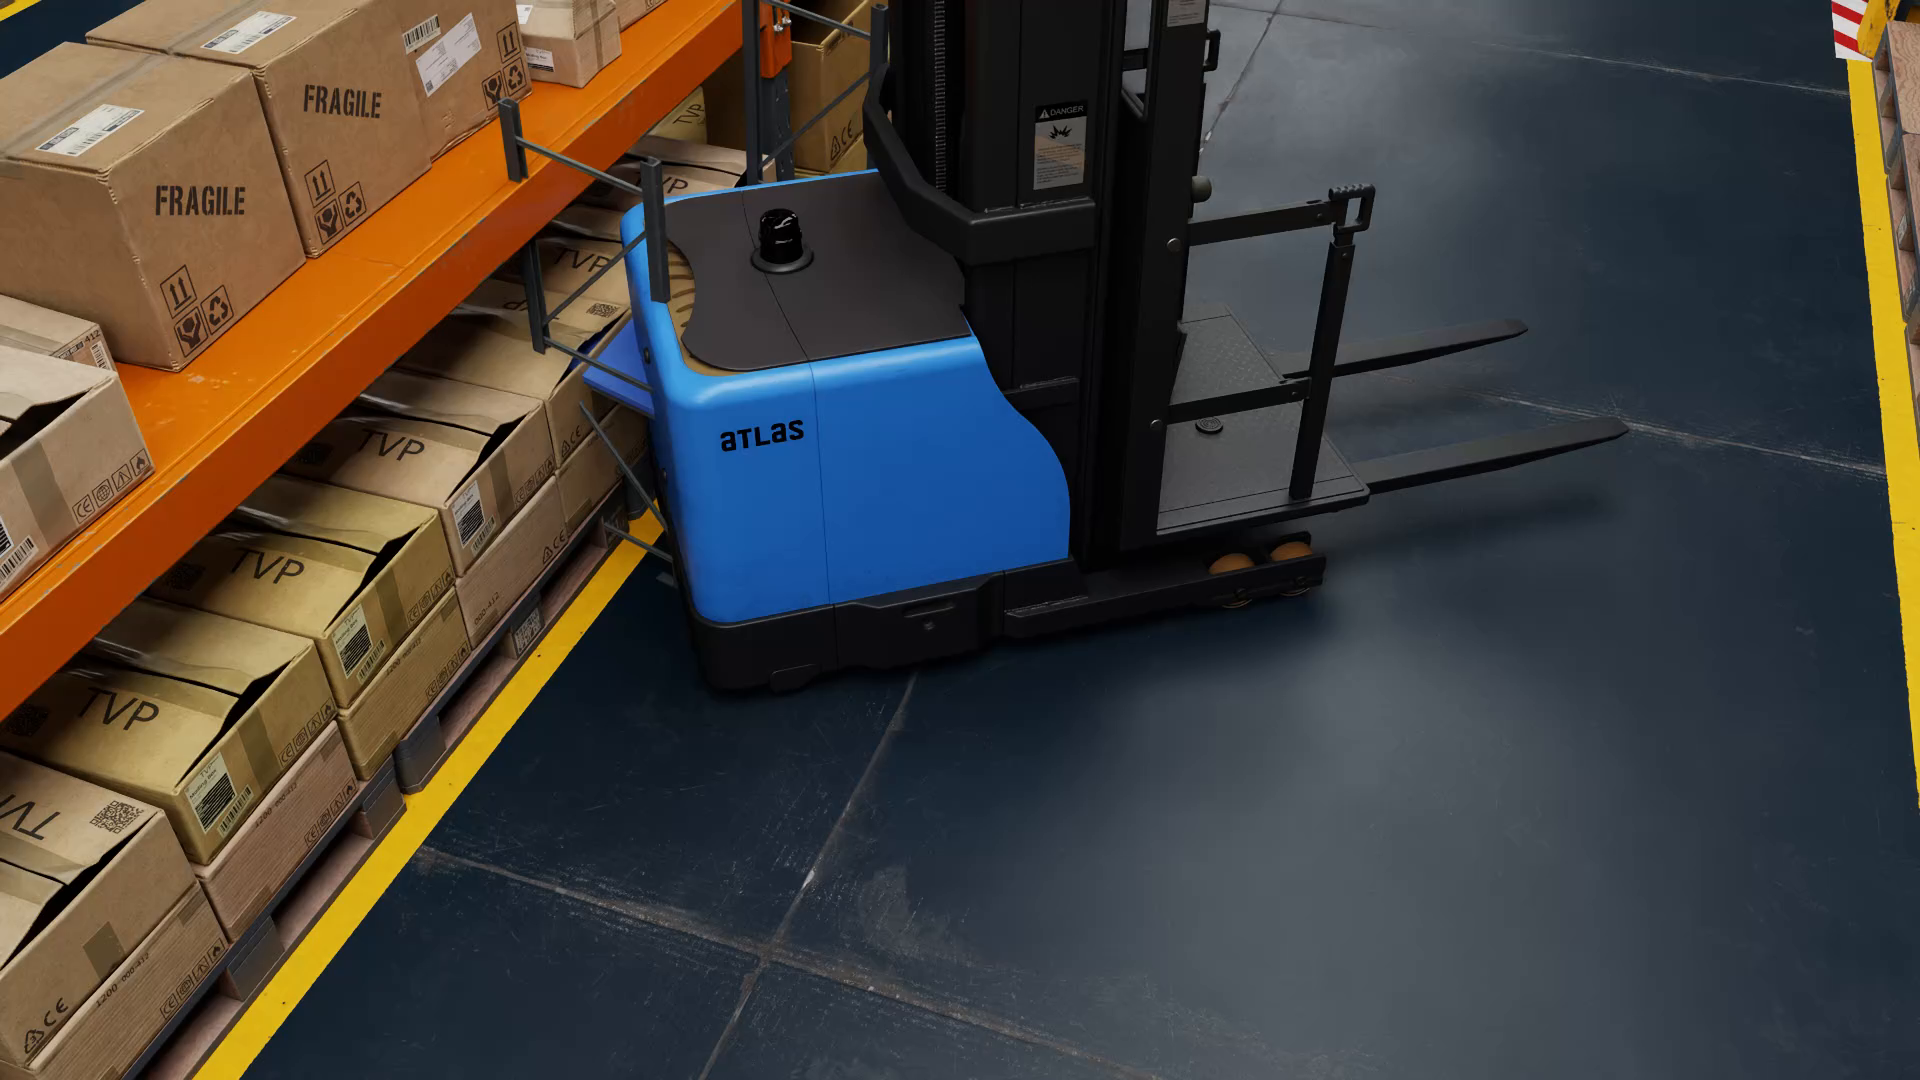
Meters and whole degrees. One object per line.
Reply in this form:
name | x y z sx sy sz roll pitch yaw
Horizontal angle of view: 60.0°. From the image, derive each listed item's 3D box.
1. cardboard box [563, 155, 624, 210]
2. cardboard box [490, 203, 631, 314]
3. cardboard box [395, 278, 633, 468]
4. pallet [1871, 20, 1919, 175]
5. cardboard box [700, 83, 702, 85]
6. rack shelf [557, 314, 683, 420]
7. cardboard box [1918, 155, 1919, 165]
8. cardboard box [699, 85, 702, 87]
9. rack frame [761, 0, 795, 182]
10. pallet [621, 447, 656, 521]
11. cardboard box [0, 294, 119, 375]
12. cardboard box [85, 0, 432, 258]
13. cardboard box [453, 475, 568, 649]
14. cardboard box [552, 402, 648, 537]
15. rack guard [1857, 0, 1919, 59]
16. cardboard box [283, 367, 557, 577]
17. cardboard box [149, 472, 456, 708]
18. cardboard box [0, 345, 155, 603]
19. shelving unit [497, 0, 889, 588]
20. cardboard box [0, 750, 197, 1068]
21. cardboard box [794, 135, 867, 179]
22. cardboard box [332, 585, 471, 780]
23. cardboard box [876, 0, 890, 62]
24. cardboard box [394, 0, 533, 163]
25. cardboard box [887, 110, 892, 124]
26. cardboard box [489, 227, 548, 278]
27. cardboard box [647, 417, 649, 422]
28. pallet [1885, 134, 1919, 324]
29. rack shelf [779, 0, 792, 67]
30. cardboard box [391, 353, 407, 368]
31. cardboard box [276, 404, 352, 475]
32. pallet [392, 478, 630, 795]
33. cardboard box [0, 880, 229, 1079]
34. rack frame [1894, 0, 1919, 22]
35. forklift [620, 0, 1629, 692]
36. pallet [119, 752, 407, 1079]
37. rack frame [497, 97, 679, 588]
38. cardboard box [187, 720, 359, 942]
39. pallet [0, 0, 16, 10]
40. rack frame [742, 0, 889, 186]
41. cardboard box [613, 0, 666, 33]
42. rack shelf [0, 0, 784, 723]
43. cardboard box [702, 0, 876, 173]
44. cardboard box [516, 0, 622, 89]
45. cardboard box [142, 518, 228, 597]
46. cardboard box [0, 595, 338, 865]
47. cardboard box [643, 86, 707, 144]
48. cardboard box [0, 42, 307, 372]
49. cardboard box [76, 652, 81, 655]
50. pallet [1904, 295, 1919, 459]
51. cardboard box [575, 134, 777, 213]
cardboard box | -1.459 -1.263 5.782 0.500 0.311 0.500 13 42 15
cardboard box | -1.125 -0.830 5.275 0.500 0.311 0.500 14 43 16
cardboard box | -1.298 -0.526 4.919 0.500 0.311 0.500 13 42 15
pallet | 4.604 -1.880 7.291 1.003 0.211 1.213 13 42 15
cardboard box | -0.948 -2.165 6.694 0.500 0.500 0.500 13 42 15
rack shelf | -0.743 -0.642 5.093 0.538 0.185 1.000 25 48 20
cardboard box | 4.127 -1.505 6.290 0.700 0.500 0.500 11 42 12
cardboard box | -0.950 -1.880 6.938 0.500 0.250 0.500 13 42 15
rack frame | -1.084 -2.132 5.438 1.000 3.000 0.127 13 42 15
pallet | -1.299 -0.613 5.806 1.003 0.211 1.213 13 42 15
cardboard box | -2.068 -0.387 3.587 0.380 0.149 0.250 16 43 18
cardboard box | -1.713 -1.079 4.126 0.500 0.500 0.500 13 42 15
cardboard box | -1.477 0.002 4.732 0.500 0.250 0.500 14 42 16
cardboard box | -1.302 -0.309 5.095 0.500 0.250 0.500 14 42 16
rack guard | 4.915 -2.478 7.769 1.175 0.500 0.348 13 42 15
cardboard box | -1.473 -0.220 4.560 0.500 0.311 0.500 13 42 15
cardboard box | -1.648 0.093 4.193 0.500 0.311 0.500 12 42 14
cardboard box | -1.964 -0.161 3.197 0.500 0.311 0.500 13 42 15
shelving unit | -0.731 -0.770 4.968 0.538 1.500 1.048 25 48 20
cardboard box | -1.996 0.726 3.451 0.500 0.311 0.500 15 43 17
cardboard box | -0.640 -1.462 6.447 0.500 0.250 0.500 13 42 15
cardboard box | -1.653 0.314 4.366 0.500 0.250 0.500 12 42 14
cardboard box | -0.467 -2.051 6.561 0.500 0.500 0.500 13 42 15
cardboard box | -1.542 -1.384 4.484 0.500 0.500 0.500 16 43 18
cardboard box | -0.464 -1.765 6.803 0.500 0.250 0.500 13 42 15
cardboard box | -1.635 -0.958 5.425 0.500 0.311 0.500 13 42 15
cardboard box | -1.128 -0.621 5.461 0.500 0.250 0.500 13 42 14
pallet | 4.185 -1.138 6.422 1.003 0.211 1.213 13 42 15
rack shelf | -0.400 -3.078 7.101 1.077 0.370 4.000 13 42 15
cardboard box | -1.811 -0.643 5.055 0.500 0.311 0.500 12 42 14
cardboard box | -1.983 -0.325 4.682 0.500 0.311 0.500 14 43 16
pallet | -1.714 0.133 4.931 1.003 0.211 1.213 13 42 15
cardboard box | -1.996 0.939 3.633 0.500 0.250 0.500 13 42 15
rack frame | 4.941 -3.475 7.012 1.000 3.000 0.127 13 42 15
forklift | 0.597 -1.229 4.432 3.031 2.935 1.130 -11 42 -12
pallet | -2.133 0.875 4.062 1.003 0.211 1.213 13 42 15
rack frame | -0.995 -0.479 4.646 0.500 1.500 0.032 25 48 20
cardboard box | -1.825 0.633 3.992 0.500 0.250 0.500 12 42 14
pallet | -5.468 -2.574 8.104 1.003 0.211 1.213 13 42 15
rack frame | -0.467 -1.062 5.290 0.500 1.500 0.032 25 48 20
cardboard box | -1.211 -1.765 5.124 0.500 0.250 0.500 16 43 18
rack shelf | -1.767 -0.639 4.242 1.077 0.370 4.000 13 42 15
cardboard box | -0.631 -1.745 6.201 0.500 0.500 0.500 13 42 15
cardboard box | -1.212 -1.504 4.805 0.396 0.266 0.258 12 42 14
cardboard box | -2.157 -0.020 4.325 0.500 0.311 0.500 13 42 15
cardboard box | -1.825 0.404 3.829 0.500 0.311 0.500 12 42 14
cardboard box | -1.130 -1.577 6.583 0.500 0.250 0.500 13 42 15
cardboard box | -1.893 -0.758 3.750 0.500 0.500 0.500 11 42 13
cardboard box | -2.332 0.288 3.965 0.500 0.311 0.500 13 42 14
pallet | 3.769 -0.392 5.547 1.003 0.211 1.213 13 42 15
cardboard box | -0.953 -1.149 5.648 0.500 0.311 0.500 13 42 15
